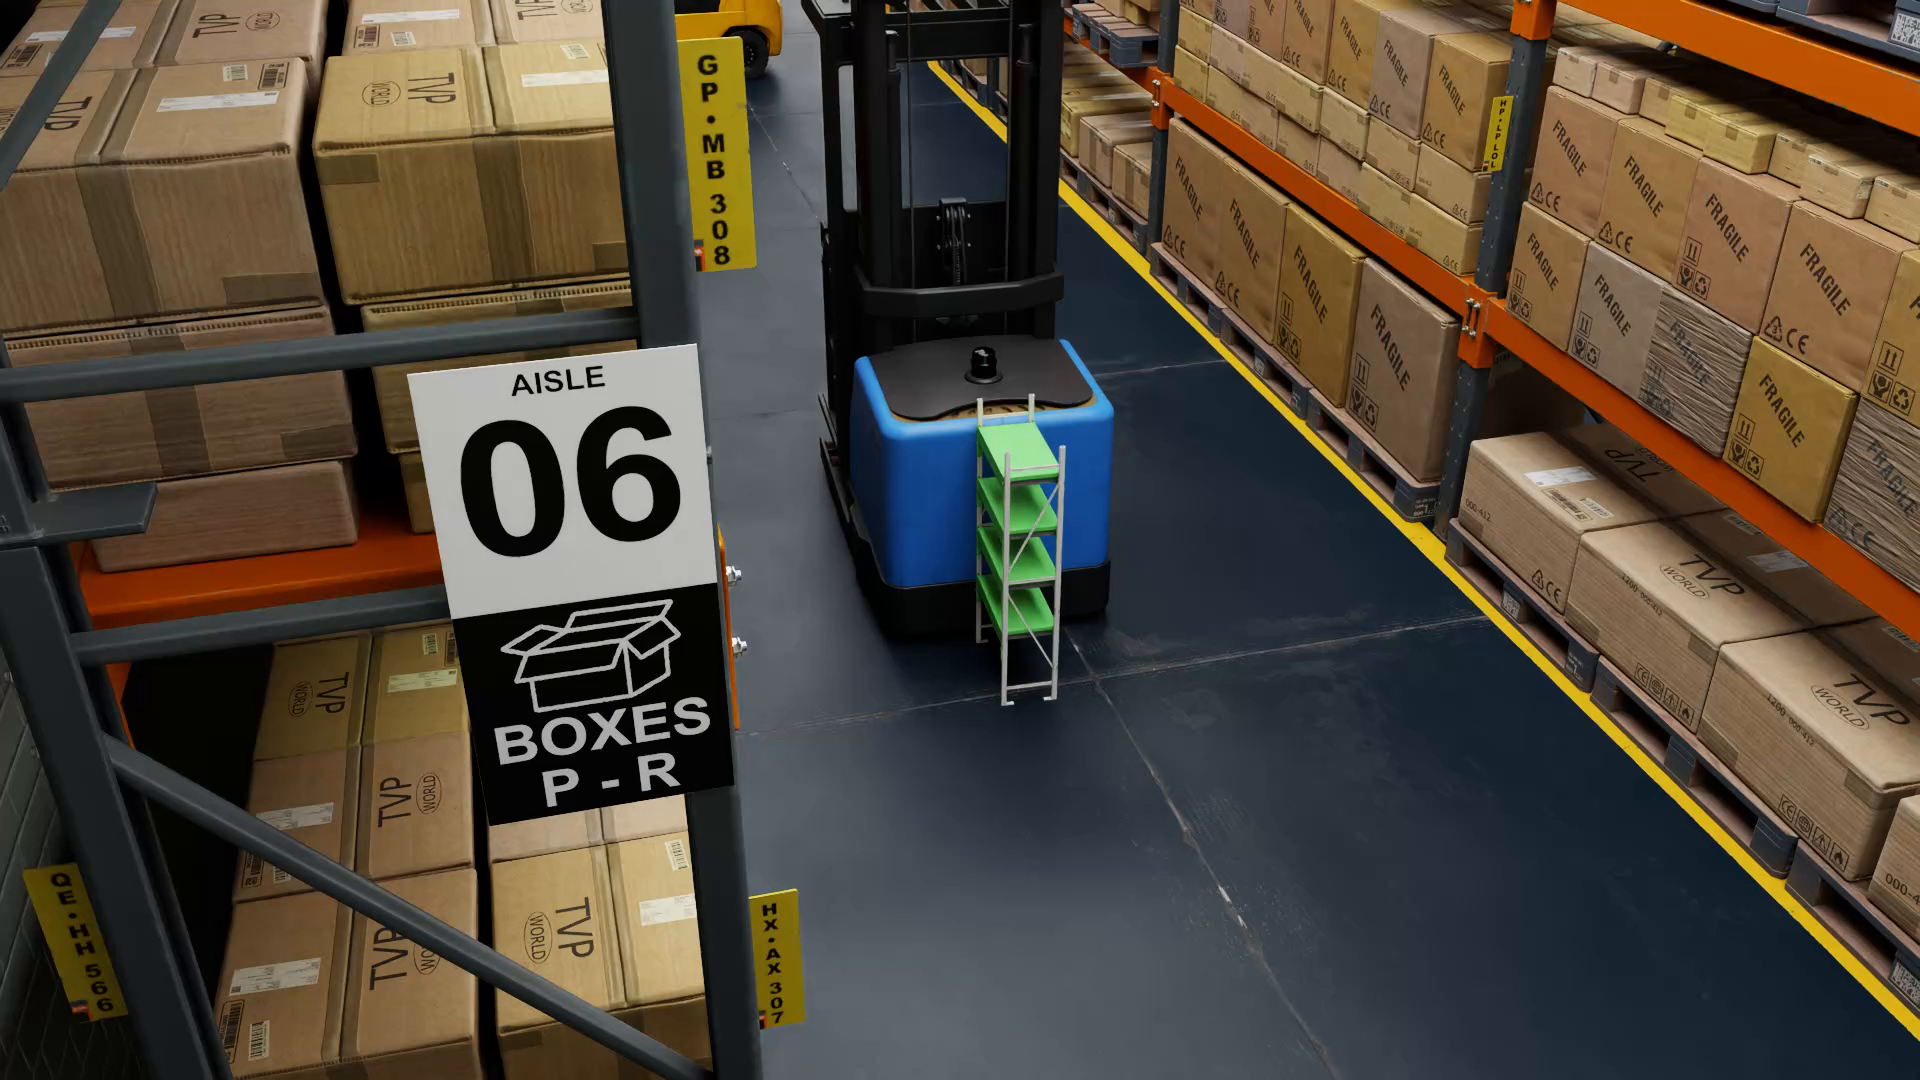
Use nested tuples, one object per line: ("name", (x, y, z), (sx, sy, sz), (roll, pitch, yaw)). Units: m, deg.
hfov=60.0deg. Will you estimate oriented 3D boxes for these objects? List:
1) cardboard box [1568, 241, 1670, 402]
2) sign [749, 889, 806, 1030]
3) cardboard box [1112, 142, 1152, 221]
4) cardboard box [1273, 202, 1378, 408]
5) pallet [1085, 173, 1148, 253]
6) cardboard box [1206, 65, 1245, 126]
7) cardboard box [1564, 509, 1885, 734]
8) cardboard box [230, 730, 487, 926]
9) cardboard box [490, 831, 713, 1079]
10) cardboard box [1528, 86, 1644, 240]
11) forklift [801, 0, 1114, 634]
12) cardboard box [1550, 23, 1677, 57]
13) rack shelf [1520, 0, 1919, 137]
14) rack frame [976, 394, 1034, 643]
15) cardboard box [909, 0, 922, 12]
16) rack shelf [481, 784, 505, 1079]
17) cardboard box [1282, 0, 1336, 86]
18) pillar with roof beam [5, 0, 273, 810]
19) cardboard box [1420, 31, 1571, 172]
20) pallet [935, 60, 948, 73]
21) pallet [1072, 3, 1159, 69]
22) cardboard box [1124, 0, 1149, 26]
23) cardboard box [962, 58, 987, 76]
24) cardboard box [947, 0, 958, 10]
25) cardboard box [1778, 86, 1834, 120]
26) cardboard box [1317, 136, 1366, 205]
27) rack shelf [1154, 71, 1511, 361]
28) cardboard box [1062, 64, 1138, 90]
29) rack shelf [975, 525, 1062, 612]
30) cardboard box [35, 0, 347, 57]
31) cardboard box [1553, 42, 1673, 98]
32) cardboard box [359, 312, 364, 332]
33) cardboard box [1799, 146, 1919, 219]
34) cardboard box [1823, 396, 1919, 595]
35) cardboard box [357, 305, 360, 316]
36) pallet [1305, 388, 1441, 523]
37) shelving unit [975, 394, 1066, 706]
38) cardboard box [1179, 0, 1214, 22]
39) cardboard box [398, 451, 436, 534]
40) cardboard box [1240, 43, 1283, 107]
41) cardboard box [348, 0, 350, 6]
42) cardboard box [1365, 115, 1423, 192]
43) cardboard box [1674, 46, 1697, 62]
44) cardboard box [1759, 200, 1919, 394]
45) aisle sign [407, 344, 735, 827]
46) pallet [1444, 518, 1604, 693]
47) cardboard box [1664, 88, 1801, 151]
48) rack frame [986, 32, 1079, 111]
("cardboard box", (2.861, -0.911, 6.730), (0.500, 0.500, 0.500), (-8, 31, -13))
("sign", (-0.341, 0.774, 3.054), (0.100, 0.325, 0.005), (-8, 31, -13))
("cardboard box", (1.657, -2.623, 11.992), (0.950, 0.372, 0.625), (-10, 32, -17))
("cardboard box", (2.370, -1.359, 9.305), (0.875, 0.875, 0.875), (-7, 31, -12))
("pallet", (1.591, -2.475, 12.316), (1.003, 0.211, 1.213), (-8, 31, -13))
("cardboard box", (1.838, -2.724, 10.112), (0.500, 0.250, 0.500), (-9, 31, -15))
("cardboard box", (3.161, 0.304, 6.868), (0.875, 0.438, 0.875), (-9, 31, -15))
("cardboard box", (-1.377, 0.721, 3.863), (0.500, 0.250, 0.500), (-8, 31, -13))
("cardboard box", (-0.724, 0.902, 3.550), (0.500, 0.250, 0.500), (-8, 31, -13))
("cardboard box", (2.752, -1.586, 6.899), (0.500, 0.500, 0.500), (-8, 31, -13))
("forklift", (-0.130, -1.574, 8.043), (1.130, 2.935, 3.031), (-6, 31, -10))
("cardboard box", (3.020, -2.099, 7.785), (0.500, 0.500, 0.500), (-7, 31, -13))
("rack shelf", (3.390, -1.394, 5.387), (1.077, 0.370, 4.000), (-8, 31, -13))
("rack frame", (0.190, -0.072, 7.176), (0.240, 1.200, 0.015), (-6, 31, -10))
("cardboard box", (-0.250, -5.486, 17.060), (0.500, 0.250, 0.500), (-7, 31, -11))
("rack shelf", (-1.395, 0.566, 4.995), (1.077, 0.370, 4.000), (-8, 31, -13))
("cardboard box", (2.087, -2.775, 8.953), (0.500, 0.500, 0.500), (-7, 31, -12))
("pillar with roof beam", (1.541, -3.424, 5.182), (9.100, 9.000, 0.400), (-8, 31, -13))
("cardboard box", (2.499, -2.031, 7.667), (0.500, 0.500, 0.500), (-7, 31, -12))
("pallet", (0.196, -4.940, 16.573), (1.003, 0.211, 1.213), (-8, 31, -13))
("pallet", (1.506, -3.552, 11.583), (1.213, 0.211, 1.003), (-8, 31, -13))
("cardboard box", (1.343, -3.624, 11.349), (0.380, 0.149, 0.250), (-7, 31, -13))
("cardboard box", (0.320, -4.478, 15.318), (0.500, 0.250, 0.500), (-6, 31, -11))
("cardboard box", (0.183, -5.048, 15.554), (0.500, 0.500, 0.500), (-7, 31, -12))
("cardboard box", (3.354, -1.640, 6.343), (0.380, 0.149, 0.250), (-8, 31, -14))
("cardboard box", (2.247, -1.983, 8.832), (0.500, 0.250, 0.500), (-9, 31, -15))
("rack shelf", (2.328, -2.027, 9.476), (1.077, 0.370, 4.000), (-8, 31, -13))
("cardboard box", (1.072, -3.681, 13.820), (0.950, 0.372, 0.625), (-6, 31, -10))
("rack shelf", (0.241, 0.103, 7.002), (0.258, 0.148, 0.480), (-6, 31, -10))
("cardboard box", (-1.535, -1.034, 3.401), (0.500, 0.250, 0.500), (-8, 31, -13))
("cardboard box", (2.693, -1.942, 6.866), (0.380, 0.149, 0.250), (-8, 31, -14))
("cardboard box", (-1.369, -0.471, 3.326), (0.380, 0.149, 0.250), (-9, 31, -15))
("cardboard box", (3.079, -1.204, 5.591), (0.380, 0.149, 0.250), (-8, 31, -13))
("cardboard box", (3.273, -0.173, 5.455), (0.500, 0.500, 0.500), (-7, 31, -12))
("cardboard box", (-1.392, -0.565, 3.091), (0.500, 0.250, 0.500), (-8, 31, -13))
("pallet", (2.582, -0.528, 8.952), (1.003, 0.211, 1.213), (-8, 31, -13))
("shelving unit", (0.241, 0.048, 6.970), (0.258, 1.200, 0.503), (-6, 31, -10))
("cardboard box", (1.693, -3.510, 10.222), (0.500, 0.500, 0.500), (-9, 31, -15))
("cardboard box", (-0.724, -0.153, 2.777), (0.380, 0.149, 0.250), (-7, 31, -12))
("cardboard box", (1.950, -2.686, 9.547), (0.500, 0.250, 0.500), (-8, 31, -13))
("cardboard box", (-1.003, -1.094, 3.505), (0.500, 0.250, 0.500), (-8, 31, -14))
("cardboard box", (2.368, -1.945, 8.267), (0.500, 0.250, 0.500), (-7, 31, -12))
("cardboard box", (3.248, -2.023, 7.005), (0.380, 0.149, 0.250), (-8, 31, -14))
("cardboard box", (3.137, -0.849, 5.624), (0.500, 0.500, 0.500), (-8, 31, -14))
("aisle sign", (-0.563, 0.090, 2.505), (0.394, 0.787, 0.004), (-8, 31, -13))
("pallet", (2.986, 0.212, 7.673), (1.003, 0.211, 1.213), (-8, 31, -13))
("cardboard box", (2.892, -1.575, 6.231), (0.380, 0.149, 0.250), (-8, 31, -14))
("rack frame", (0.736, -5.236, 14.303), (1.000, 3.000, 0.127), (-8, 31, -13))
